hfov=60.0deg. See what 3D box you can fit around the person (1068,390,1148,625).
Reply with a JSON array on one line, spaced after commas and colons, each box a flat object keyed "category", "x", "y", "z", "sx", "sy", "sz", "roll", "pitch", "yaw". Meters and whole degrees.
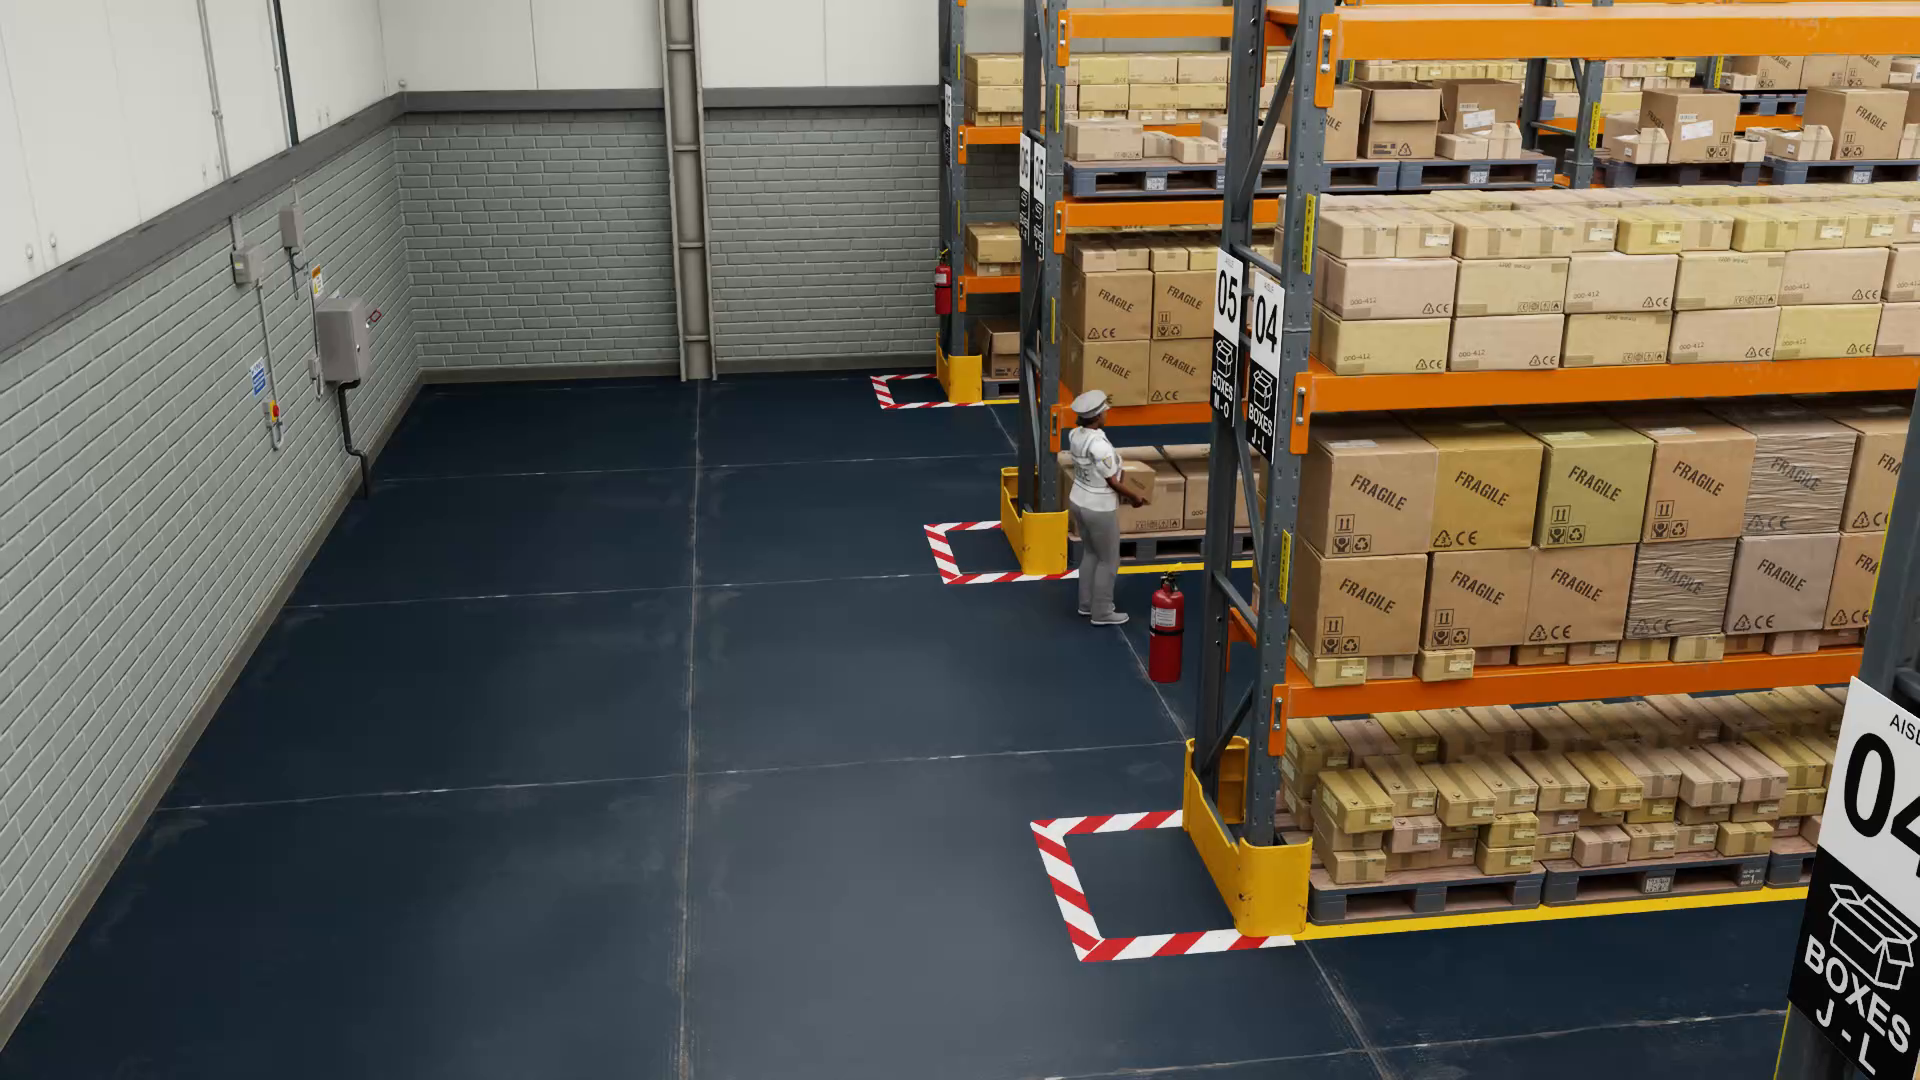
[{"category": "person", "x": 1.021, "y": -0.232, "z": 11.676, "sx": 0.522, "sy": 1.689, "sz": 0.451, "roll": -8, "pitch": 22, "yaw": -21}]
